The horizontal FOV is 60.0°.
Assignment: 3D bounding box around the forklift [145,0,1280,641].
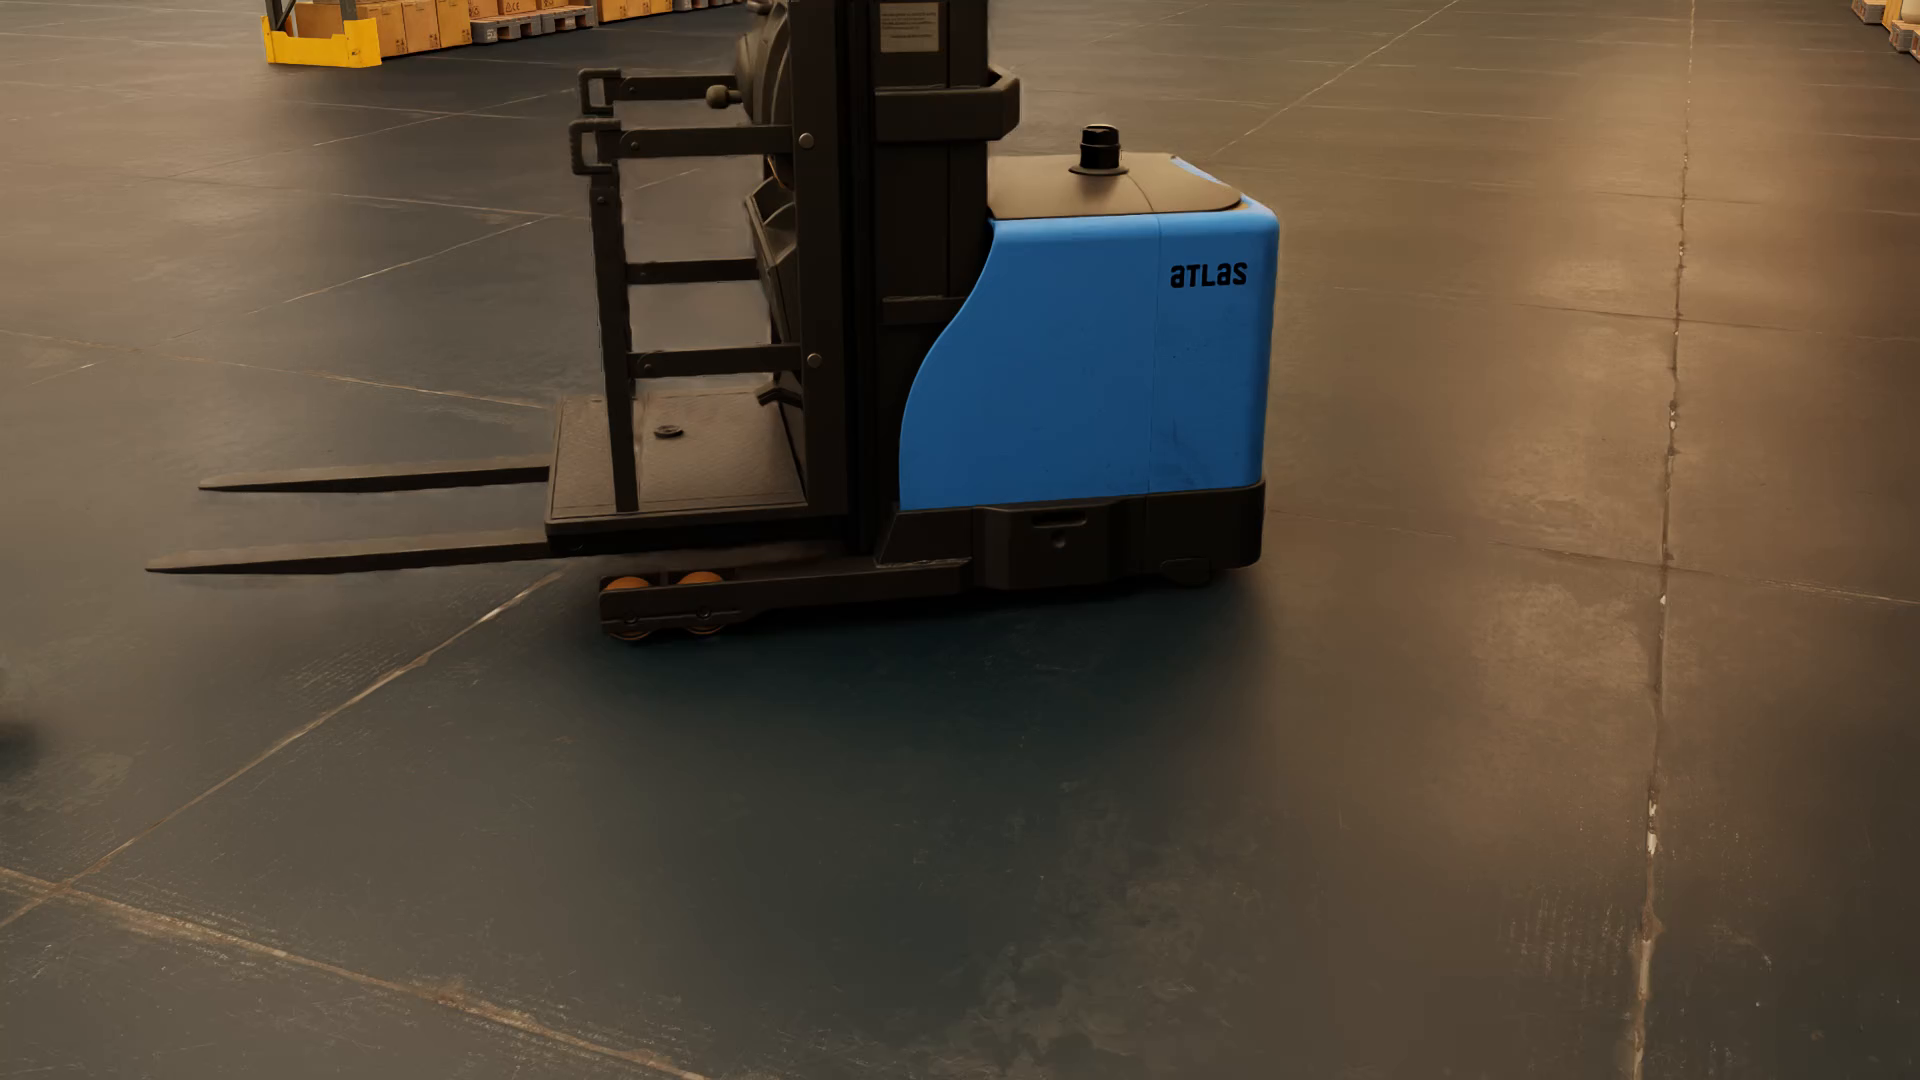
[{"bbox_3d":[-0.699,-1.305,4.413,3.031,2.935,1.130,-4,23,-10],"label":"forklift"}]
